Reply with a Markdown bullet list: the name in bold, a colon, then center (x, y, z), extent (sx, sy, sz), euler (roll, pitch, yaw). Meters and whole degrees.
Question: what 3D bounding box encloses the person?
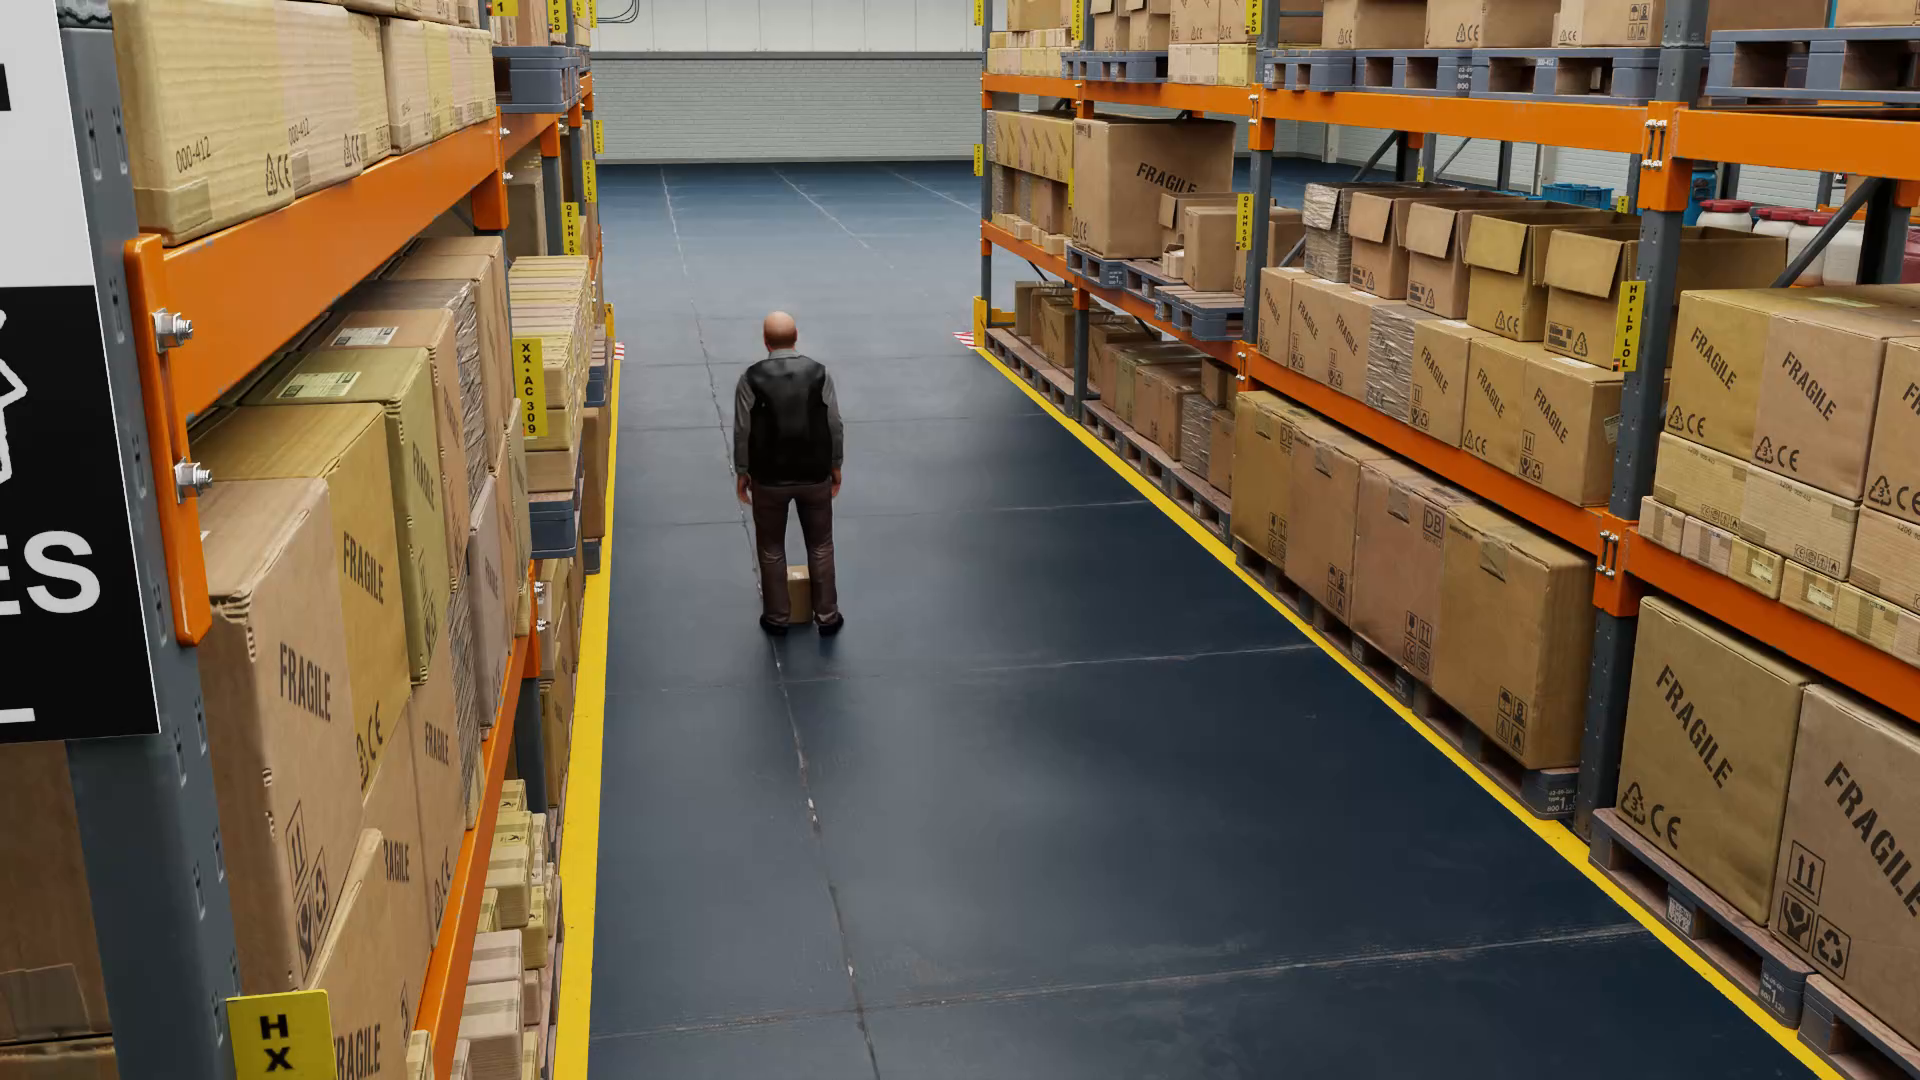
- **person**: center (-0.897, -0.332, 8.722), extent (0.580, 1.719, 0.475), euler (-4, 17, -13)
